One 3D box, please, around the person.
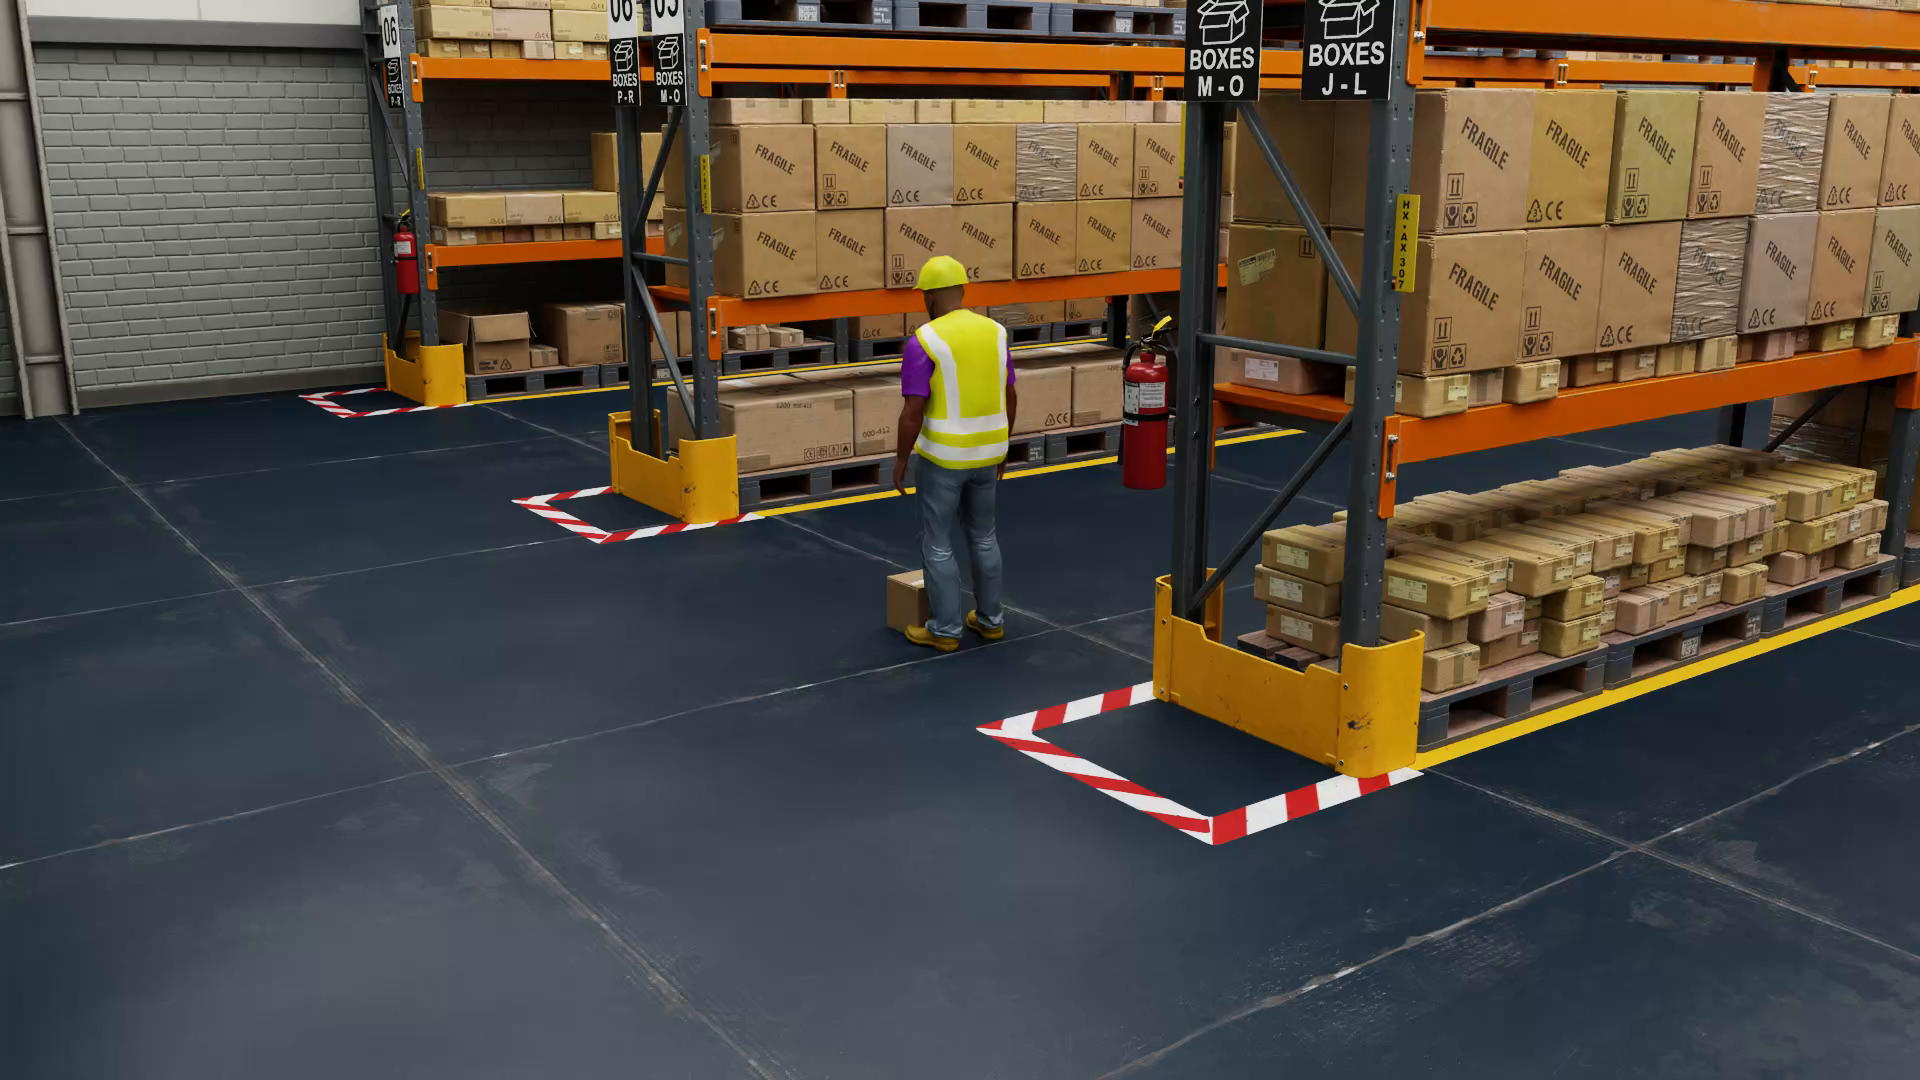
[{"bbox_3d":[-0.024,-0.389,7.486,0.627,1.761,0.456,-10,17,-34],"label":"person"}]
